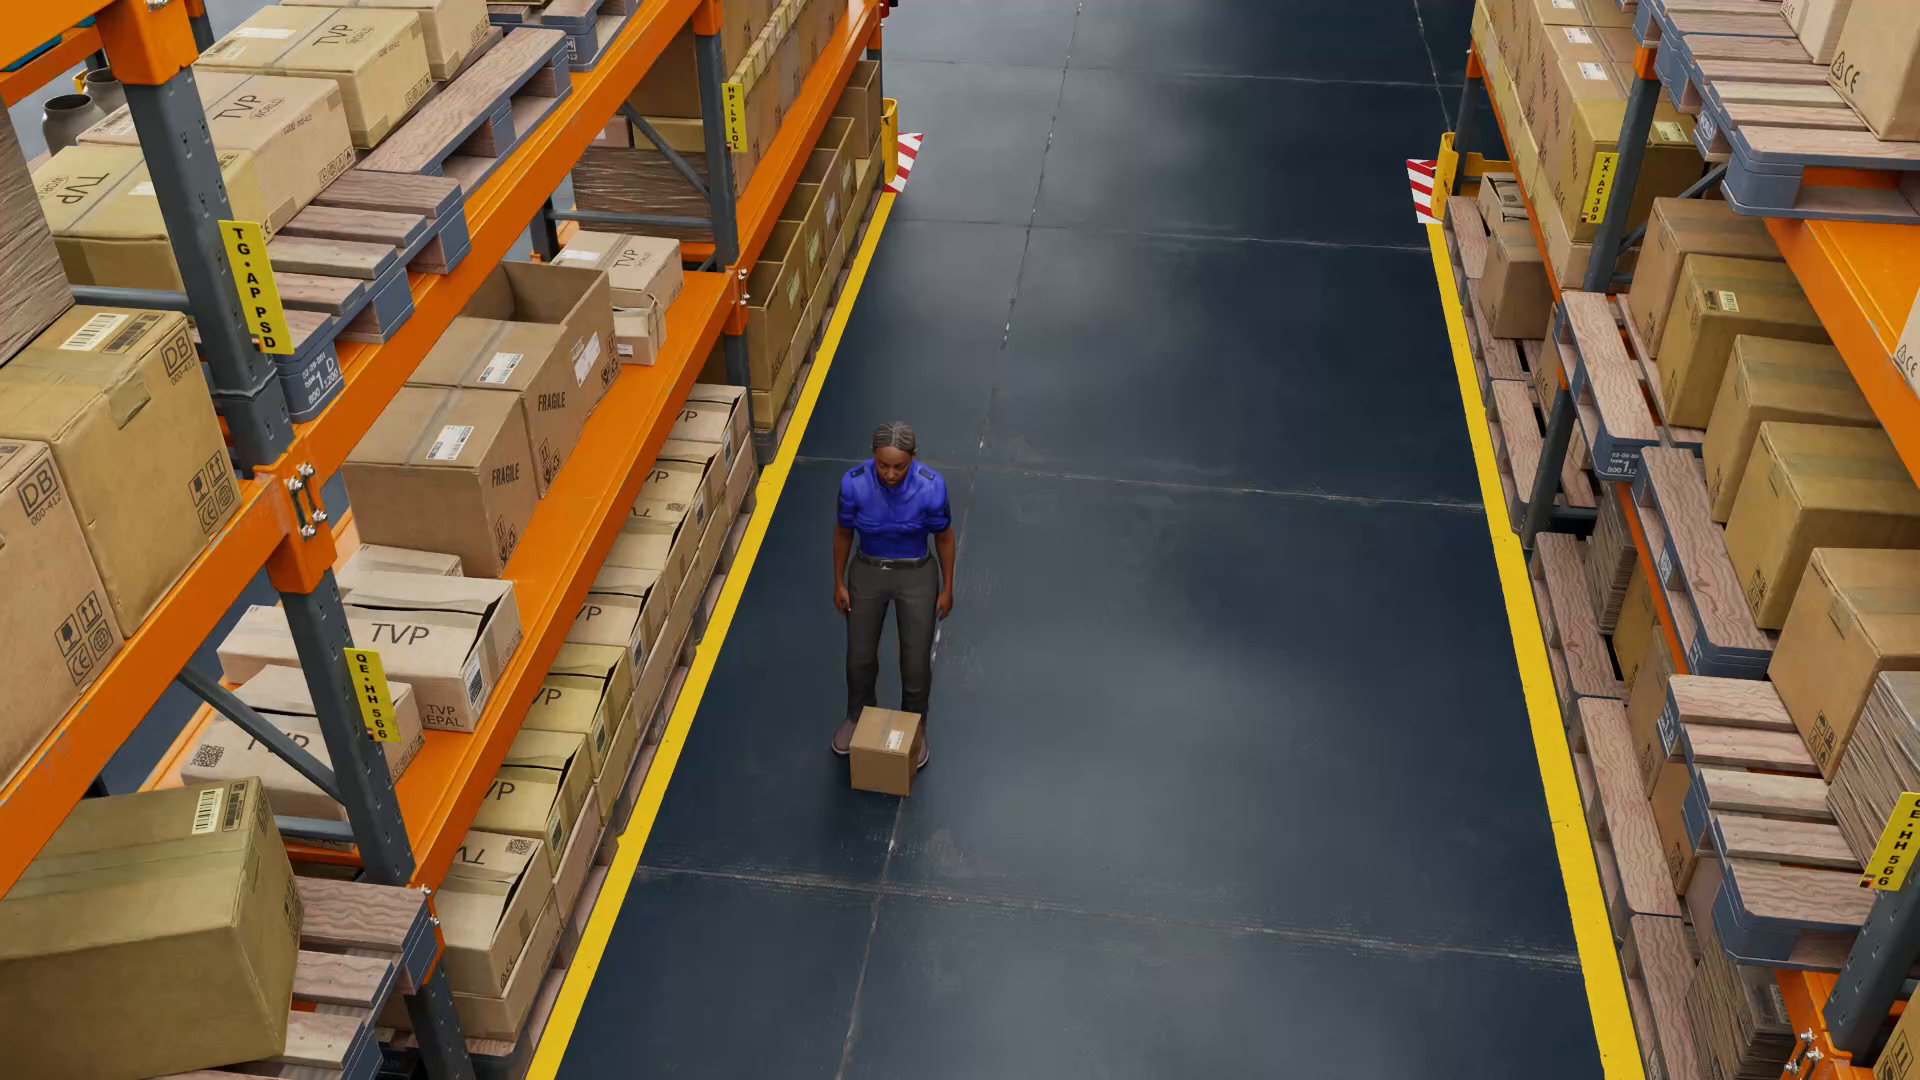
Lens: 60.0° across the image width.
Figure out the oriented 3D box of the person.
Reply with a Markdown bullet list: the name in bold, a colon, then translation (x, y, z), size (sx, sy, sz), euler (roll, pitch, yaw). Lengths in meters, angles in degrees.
- **person**: translation (-0.287, 0.202, 6.769), size (0.528, 1.653, 0.403), euler (3, 36, 4)
